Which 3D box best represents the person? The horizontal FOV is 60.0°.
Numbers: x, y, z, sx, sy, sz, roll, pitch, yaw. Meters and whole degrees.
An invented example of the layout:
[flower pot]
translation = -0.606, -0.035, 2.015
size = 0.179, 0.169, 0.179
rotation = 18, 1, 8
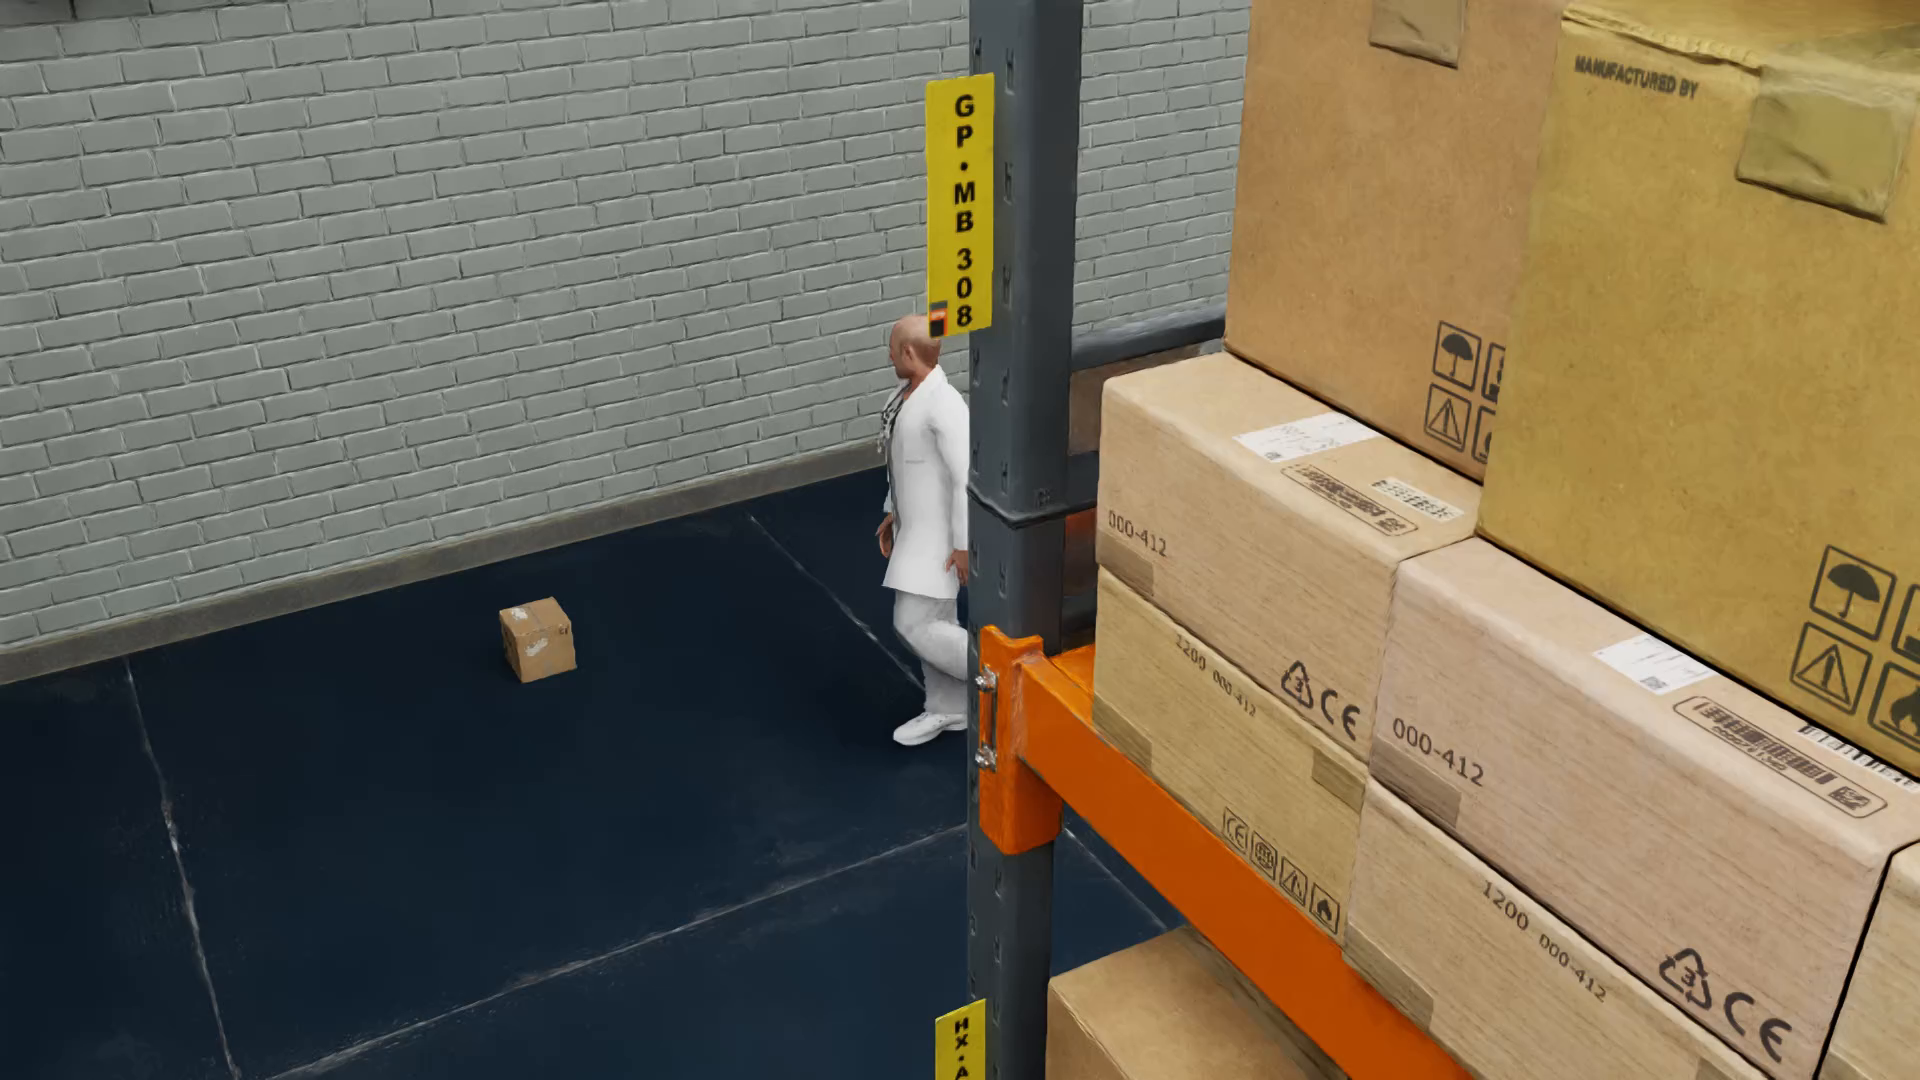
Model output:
[person]
translation = -0.073, -0.024, 6.686
size = 0.561, 1.748, 0.756
rotation = -10, 30, -17
